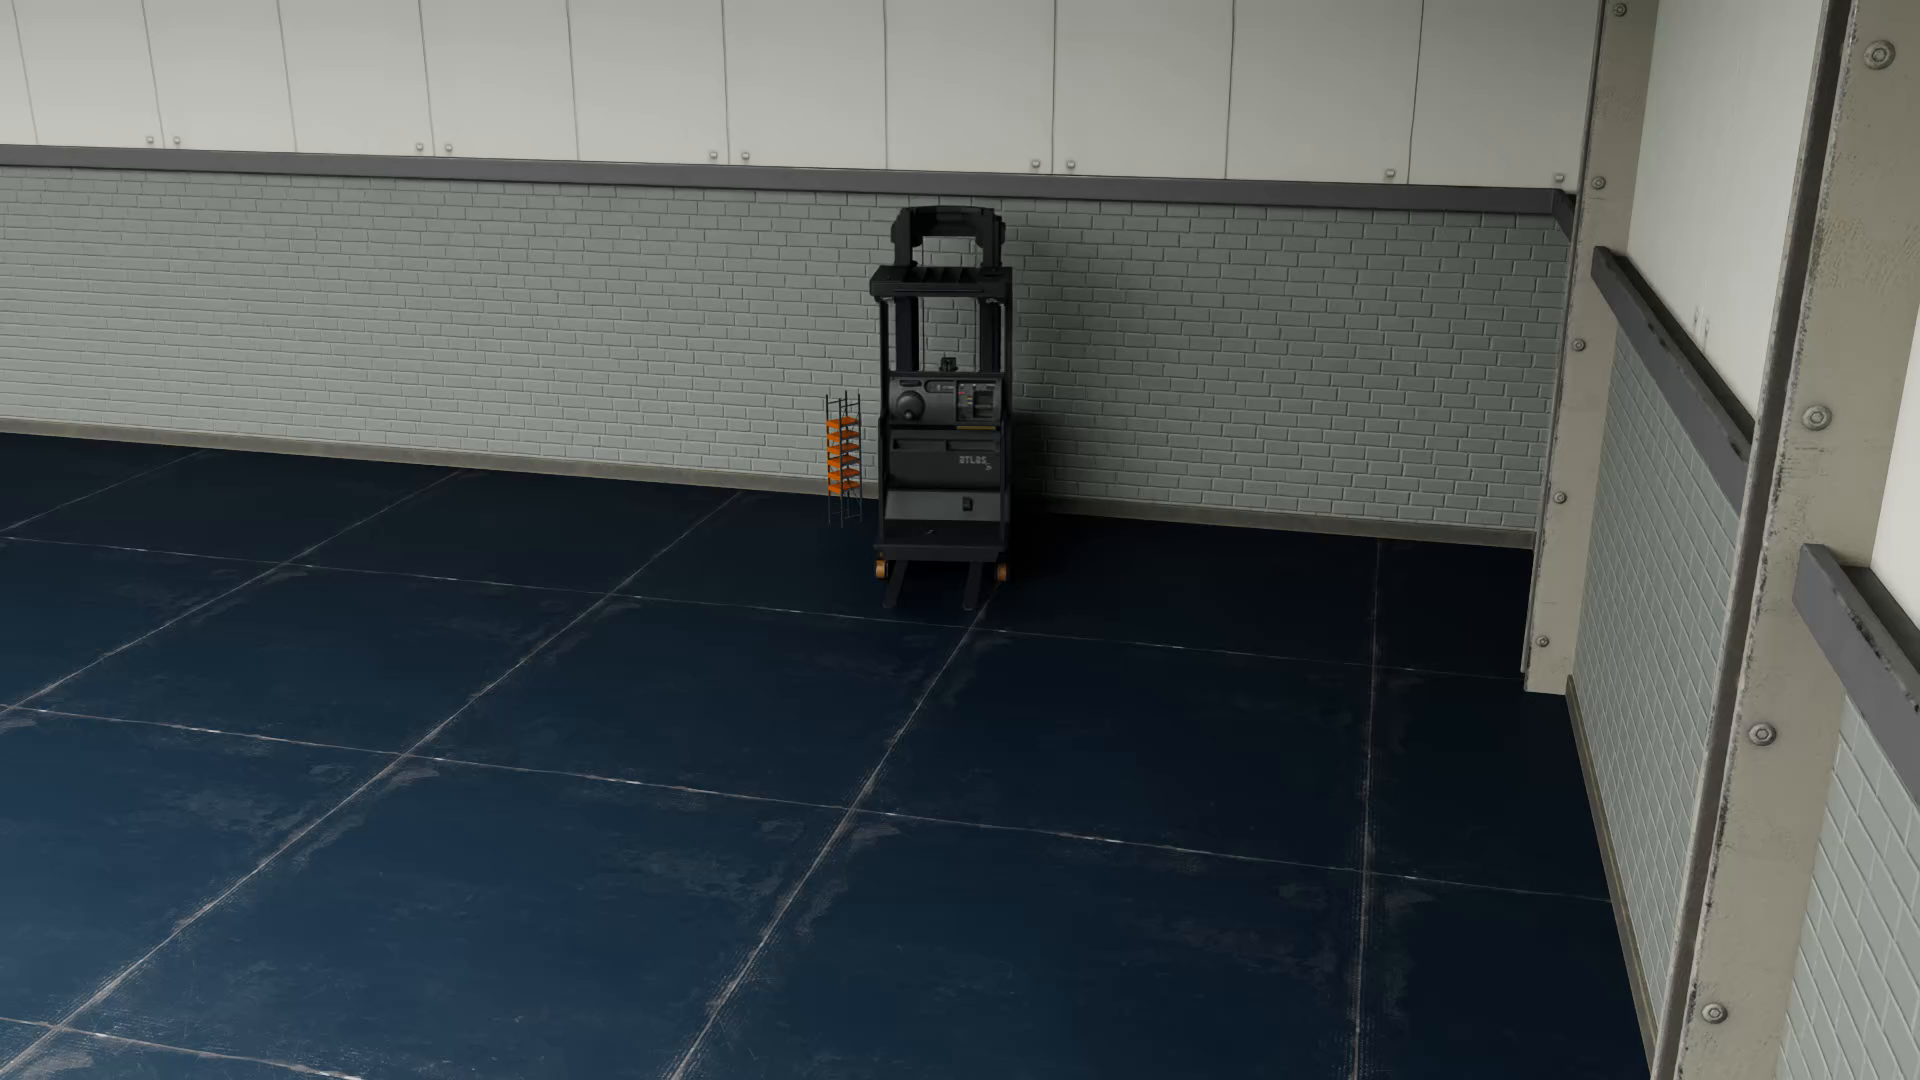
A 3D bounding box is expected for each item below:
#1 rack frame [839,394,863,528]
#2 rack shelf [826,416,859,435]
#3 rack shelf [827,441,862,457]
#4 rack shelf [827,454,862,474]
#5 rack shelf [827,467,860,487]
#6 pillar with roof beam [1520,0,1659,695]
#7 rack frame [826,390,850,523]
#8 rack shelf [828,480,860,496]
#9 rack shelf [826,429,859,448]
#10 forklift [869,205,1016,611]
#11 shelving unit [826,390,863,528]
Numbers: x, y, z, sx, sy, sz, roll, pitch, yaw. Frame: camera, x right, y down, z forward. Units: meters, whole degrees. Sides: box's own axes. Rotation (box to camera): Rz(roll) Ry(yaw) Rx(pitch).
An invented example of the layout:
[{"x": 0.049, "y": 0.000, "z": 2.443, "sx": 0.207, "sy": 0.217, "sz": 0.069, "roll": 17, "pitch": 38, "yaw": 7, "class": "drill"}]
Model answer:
[{"x": -0.978, "y": -0.704, "z": 14.892, "sx": 0.240, "sy": 1.200, "sz": 0.006, "roll": -17, "pitch": 25, "yaw": -40, "class": "rack frame"}, {"x": -1.040, "y": -1.024, "z": 14.853, "sx": 0.258, "sy": 0.103, "sz": 0.180, "roll": -17, "pitch": 25, "yaw": -40, "class": "rack shelf"}, {"x": -1.040, "y": -0.797, "z": 14.931, "sx": 0.258, "sy": 0.103, "sz": 0.180, "roll": -17, "pitch": 25, "yaw": -40, "class": "rack shelf"}, {"x": -1.040, "y": -0.683, "z": 14.970, "sx": 0.258, "sy": 0.103, "sz": 0.180, "roll": -17, "pitch": 25, "yaw": -40, "class": "rack shelf"}, {"x": -1.040, "y": -0.570, "z": 15.008, "sx": 0.258, "sy": 0.103, "sz": 0.180, "roll": -17, "pitch": 25, "yaw": -40, "class": "rack shelf"}, {"x": -0.039, "y": -3.595, "z": 11.291, "sx": 9.100, "sy": 9.000, "sz": 0.400, "roll": 5, "pitch": 19, "yaw": 13, "class": "pillar with roof beam"}, {"x": -1.102, "y": -0.747, "z": 15.019, "sx": 0.240, "sy": 1.200, "sz": 0.006, "roll": -17, "pitch": 25, "yaw": -40, "class": "rack frame"}, {"x": -1.040, "y": -0.456, "z": 15.047, "sx": 0.258, "sy": 0.103, "sz": 0.180, "roll": -17, "pitch": 25, "yaw": -40, "class": "rack shelf"}, {"x": -1.040, "y": -0.911, "z": 14.892, "sx": 0.258, "sy": 0.103, "sz": 0.180, "roll": -17, "pitch": 25, "yaw": -40, "class": "rack shelf"}, {"x": -0.131, "y": -1.148, "z": 13.515, "sx": 1.130, "sy": 2.935, "sz": 3.031, "roll": 1, "pitch": 19, "yaw": 4, "class": "forklift"}, {"x": -1.040, "y": -0.725, "z": 14.955, "sx": 0.258, "sy": 1.200, "sz": 0.189, "roll": -17, "pitch": 25, "yaw": -40, "class": "shelving unit"}]
